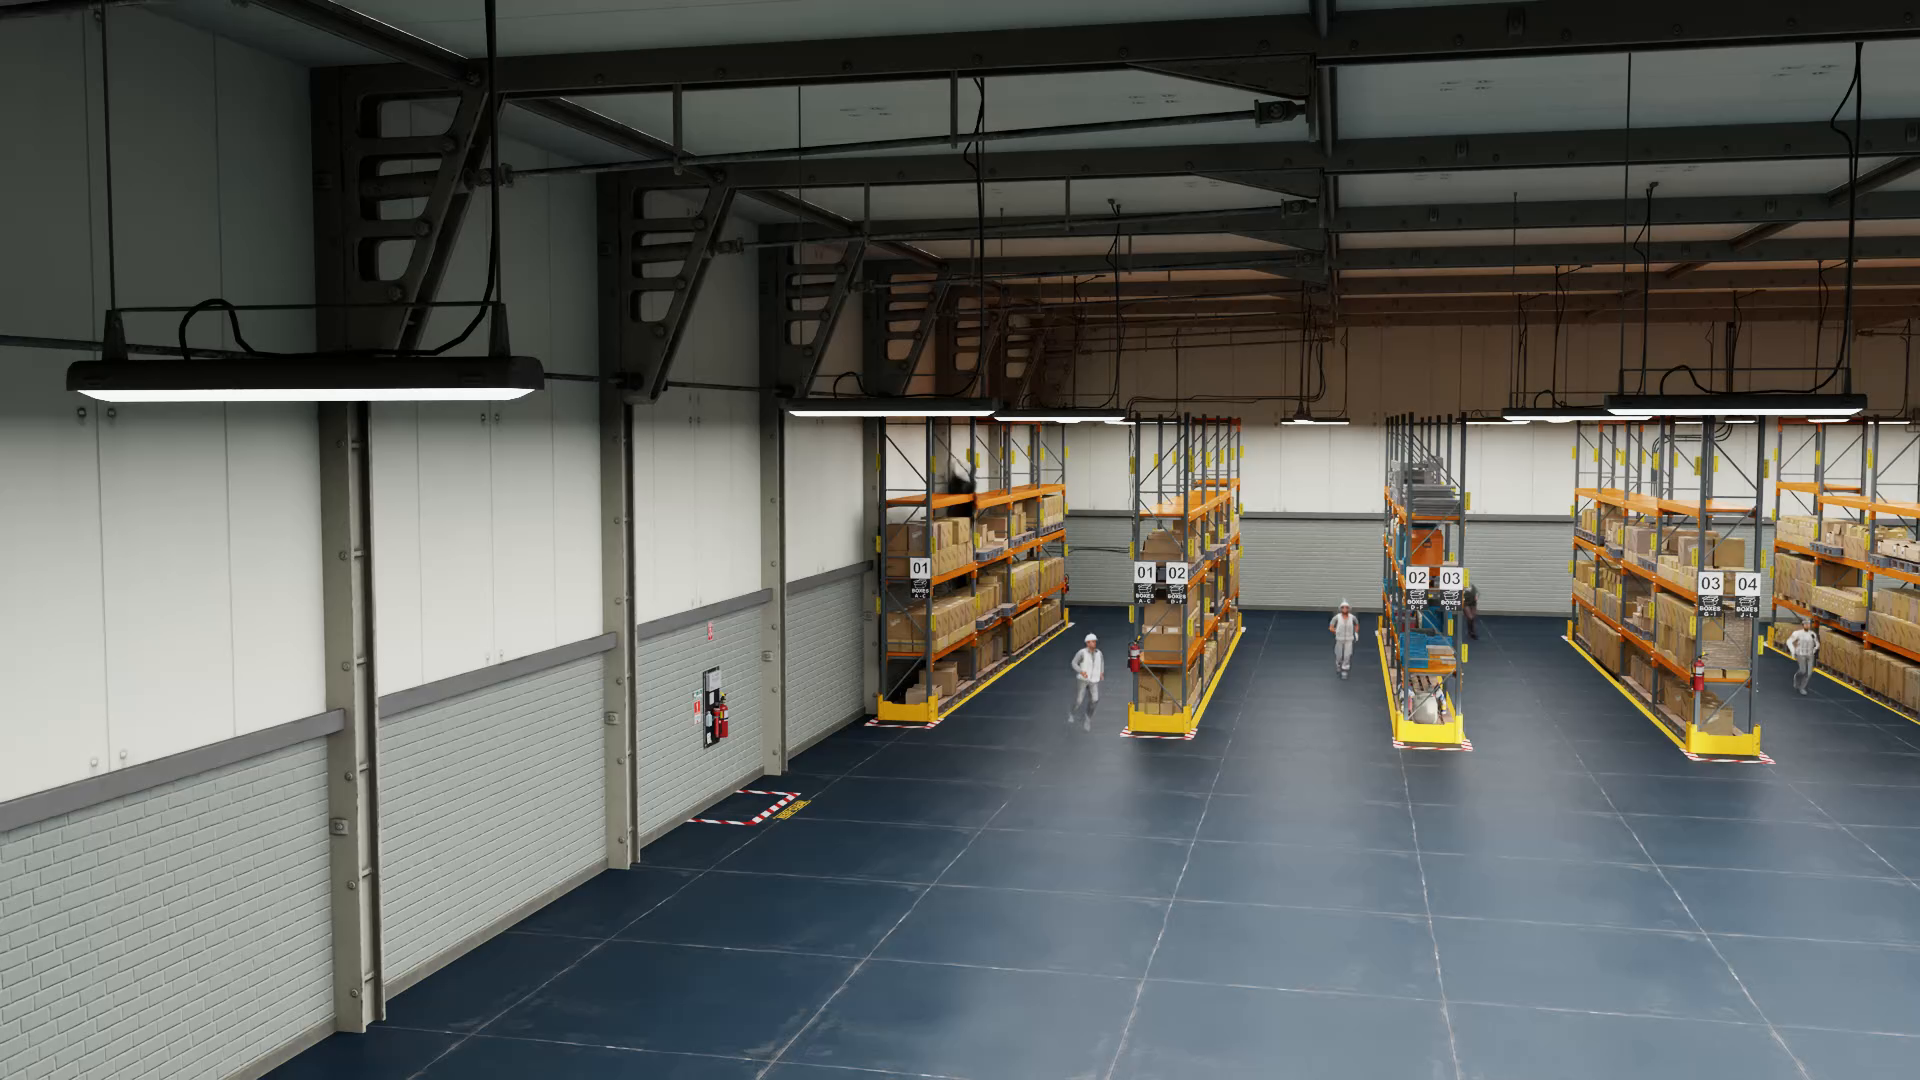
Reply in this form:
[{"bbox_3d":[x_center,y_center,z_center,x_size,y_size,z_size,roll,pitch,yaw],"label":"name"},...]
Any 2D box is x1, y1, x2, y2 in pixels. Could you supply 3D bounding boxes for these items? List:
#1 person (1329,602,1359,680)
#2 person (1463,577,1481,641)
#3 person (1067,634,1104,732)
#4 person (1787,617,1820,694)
[{"bbox_3d":[8.737,2.282,37.815,0.663,1.757,0.782,1,4,8],"label":"person"},{"bbox_3d":[13.794,1.817,45.040,0.694,1.727,0.846,-1,4,-8],"label":"person"},{"bbox_3d":[2.413,2.656,31.256,0.732,1.795,0.697,-1,4,-14],"label":"person"},{"bbox_3d":[18.129,2.485,35.661,0.615,1.658,0.541,0,4,7],"label":"person"}]
